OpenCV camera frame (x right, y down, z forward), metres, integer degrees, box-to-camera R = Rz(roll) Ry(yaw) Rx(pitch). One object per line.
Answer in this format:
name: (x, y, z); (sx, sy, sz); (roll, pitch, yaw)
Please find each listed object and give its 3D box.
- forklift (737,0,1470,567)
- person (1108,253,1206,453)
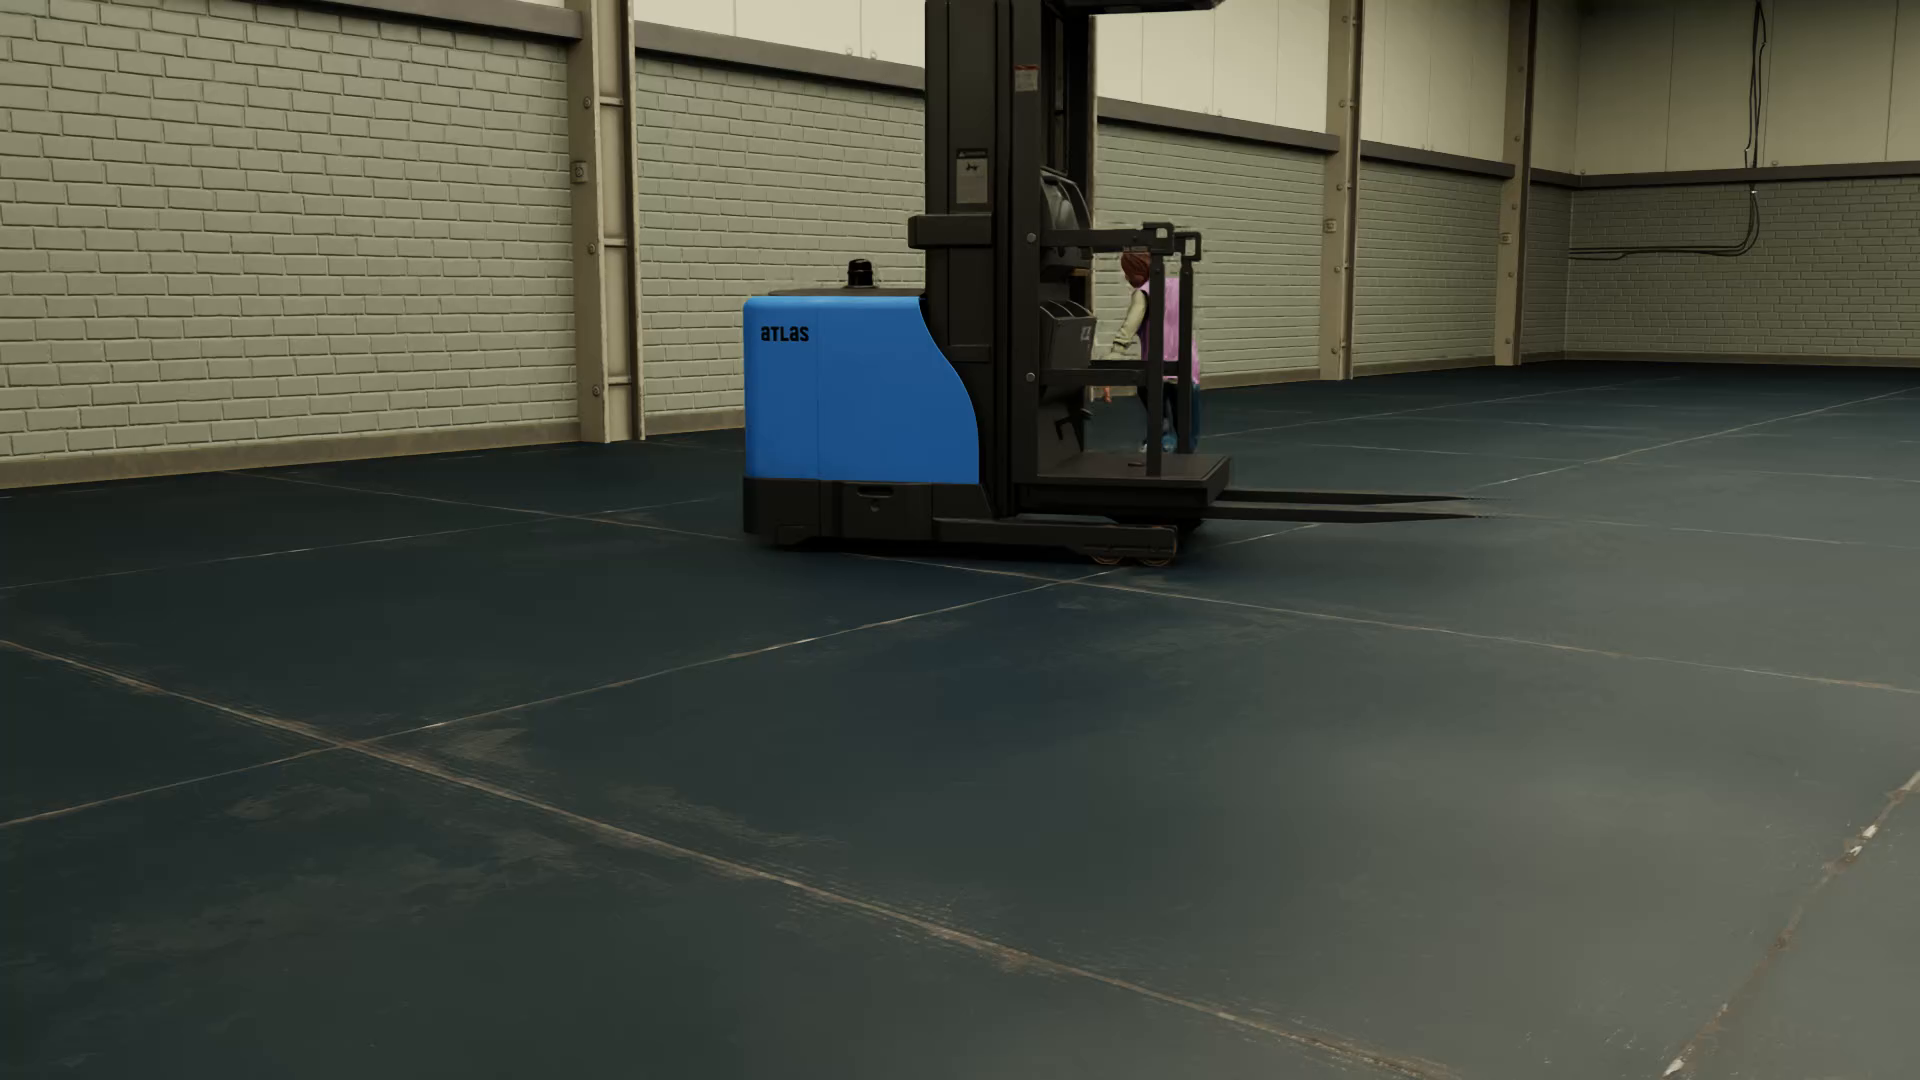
forklift: (0.617, -1.427, 7.037); (3.031, 2.935, 1.130); (2, 9, 14)
person: (1.069, -0.908, 9.010); (0.542, 1.376, 0.749); (0, 8, 3)
